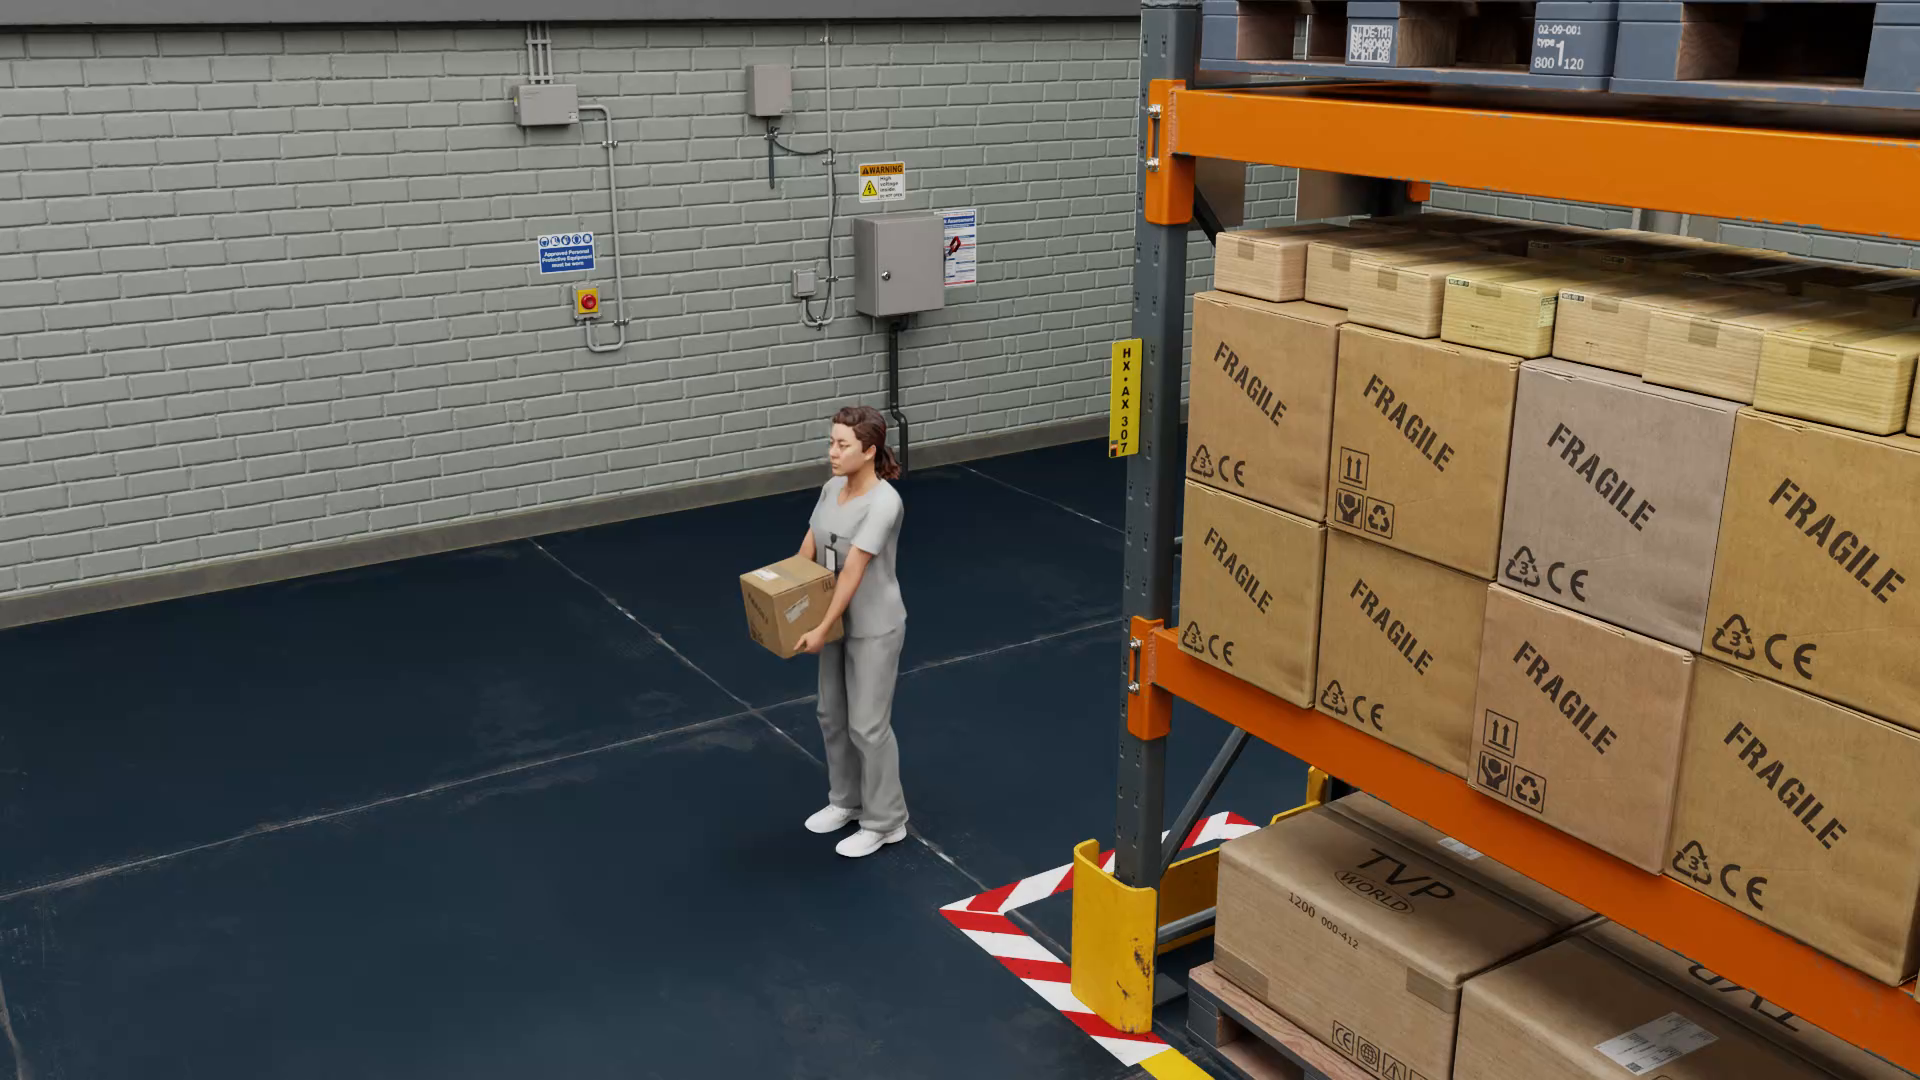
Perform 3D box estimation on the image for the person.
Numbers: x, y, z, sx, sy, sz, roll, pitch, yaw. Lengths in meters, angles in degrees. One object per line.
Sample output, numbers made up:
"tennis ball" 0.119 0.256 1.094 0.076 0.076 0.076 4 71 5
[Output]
"person" -0.436 0.342 6.035 0.513 1.668 0.410 -12 22 -32
